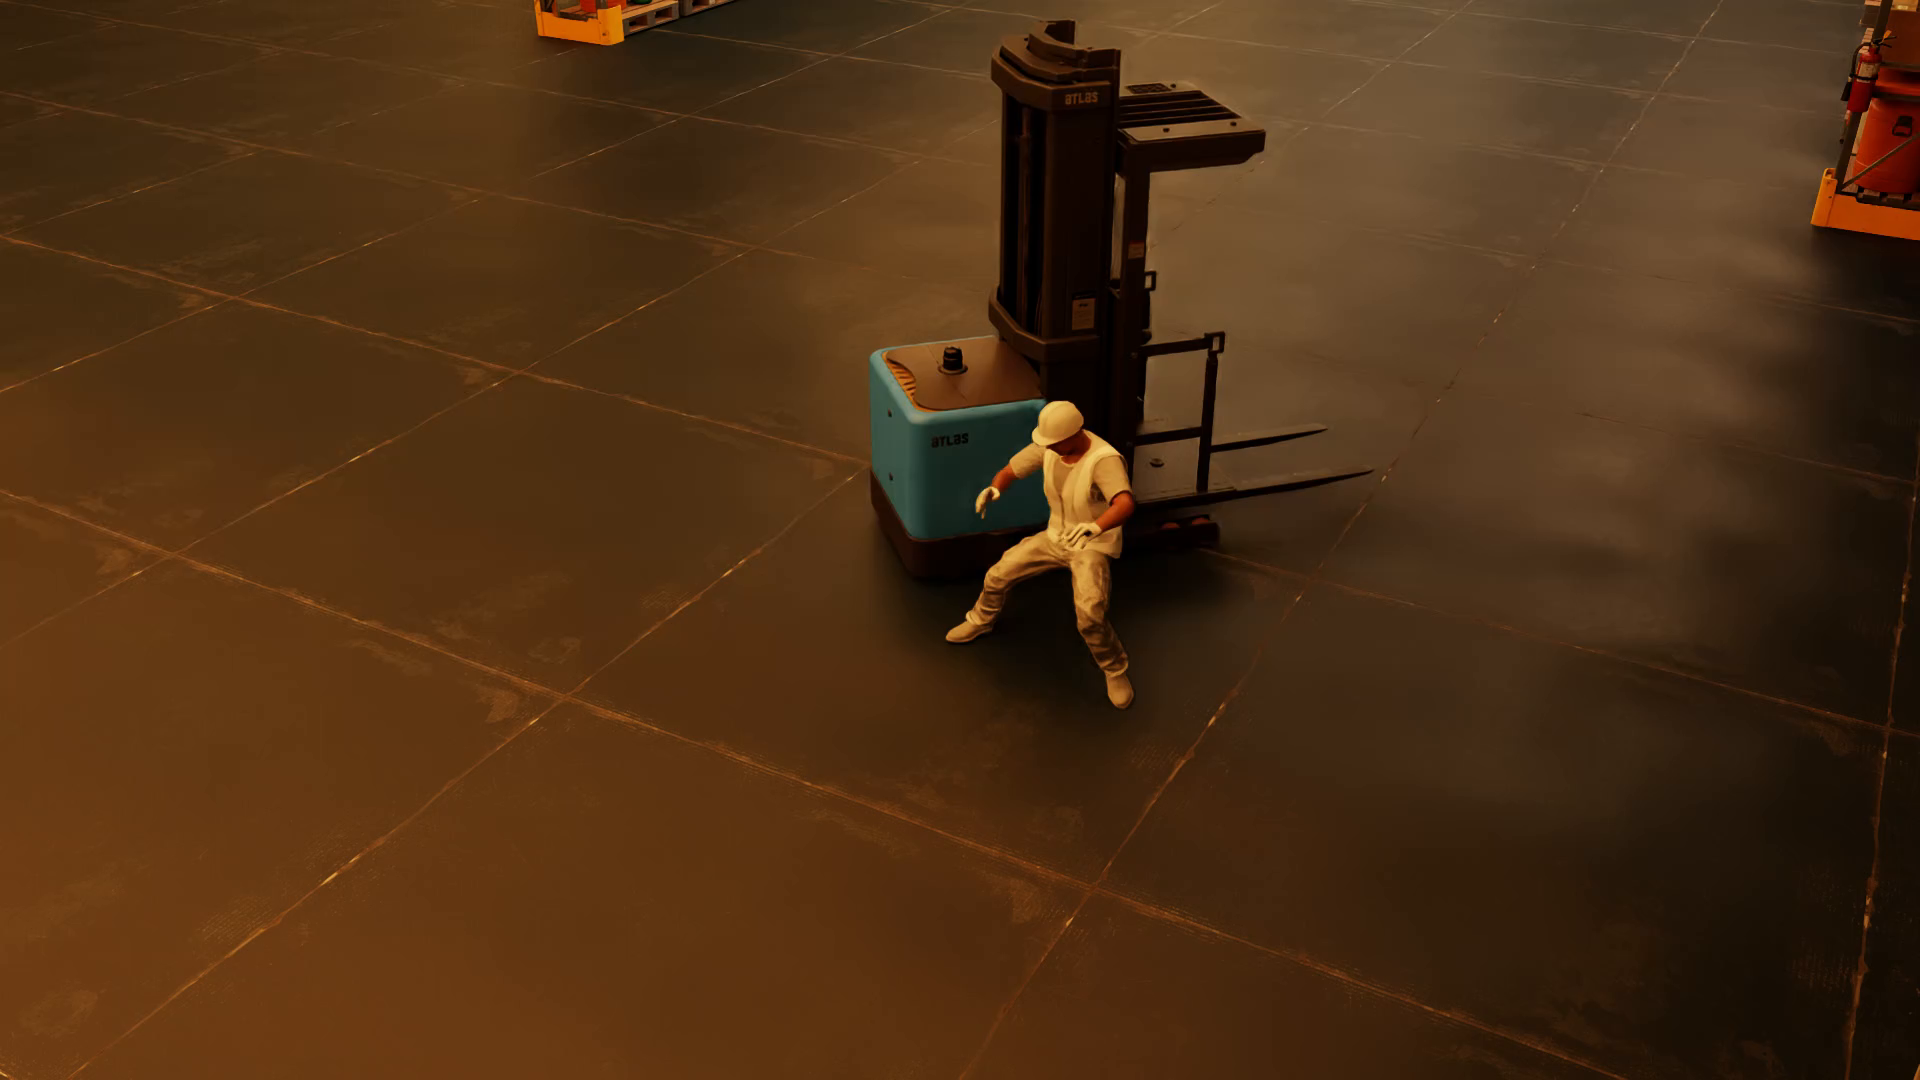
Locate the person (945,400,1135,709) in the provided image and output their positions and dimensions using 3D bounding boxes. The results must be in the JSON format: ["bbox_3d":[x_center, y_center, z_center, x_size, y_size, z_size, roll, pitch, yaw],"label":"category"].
[{"bbox_3d":[0.468,0.012,8.449,0.737,1.532,1.119,-20,36,-31],"label":"person"}]

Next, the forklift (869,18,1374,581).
[{"bbox_3d":[1.027,-1.451,9.584,3.031,2.935,1.130,-9,31,-15],"label":"forklift"}]
